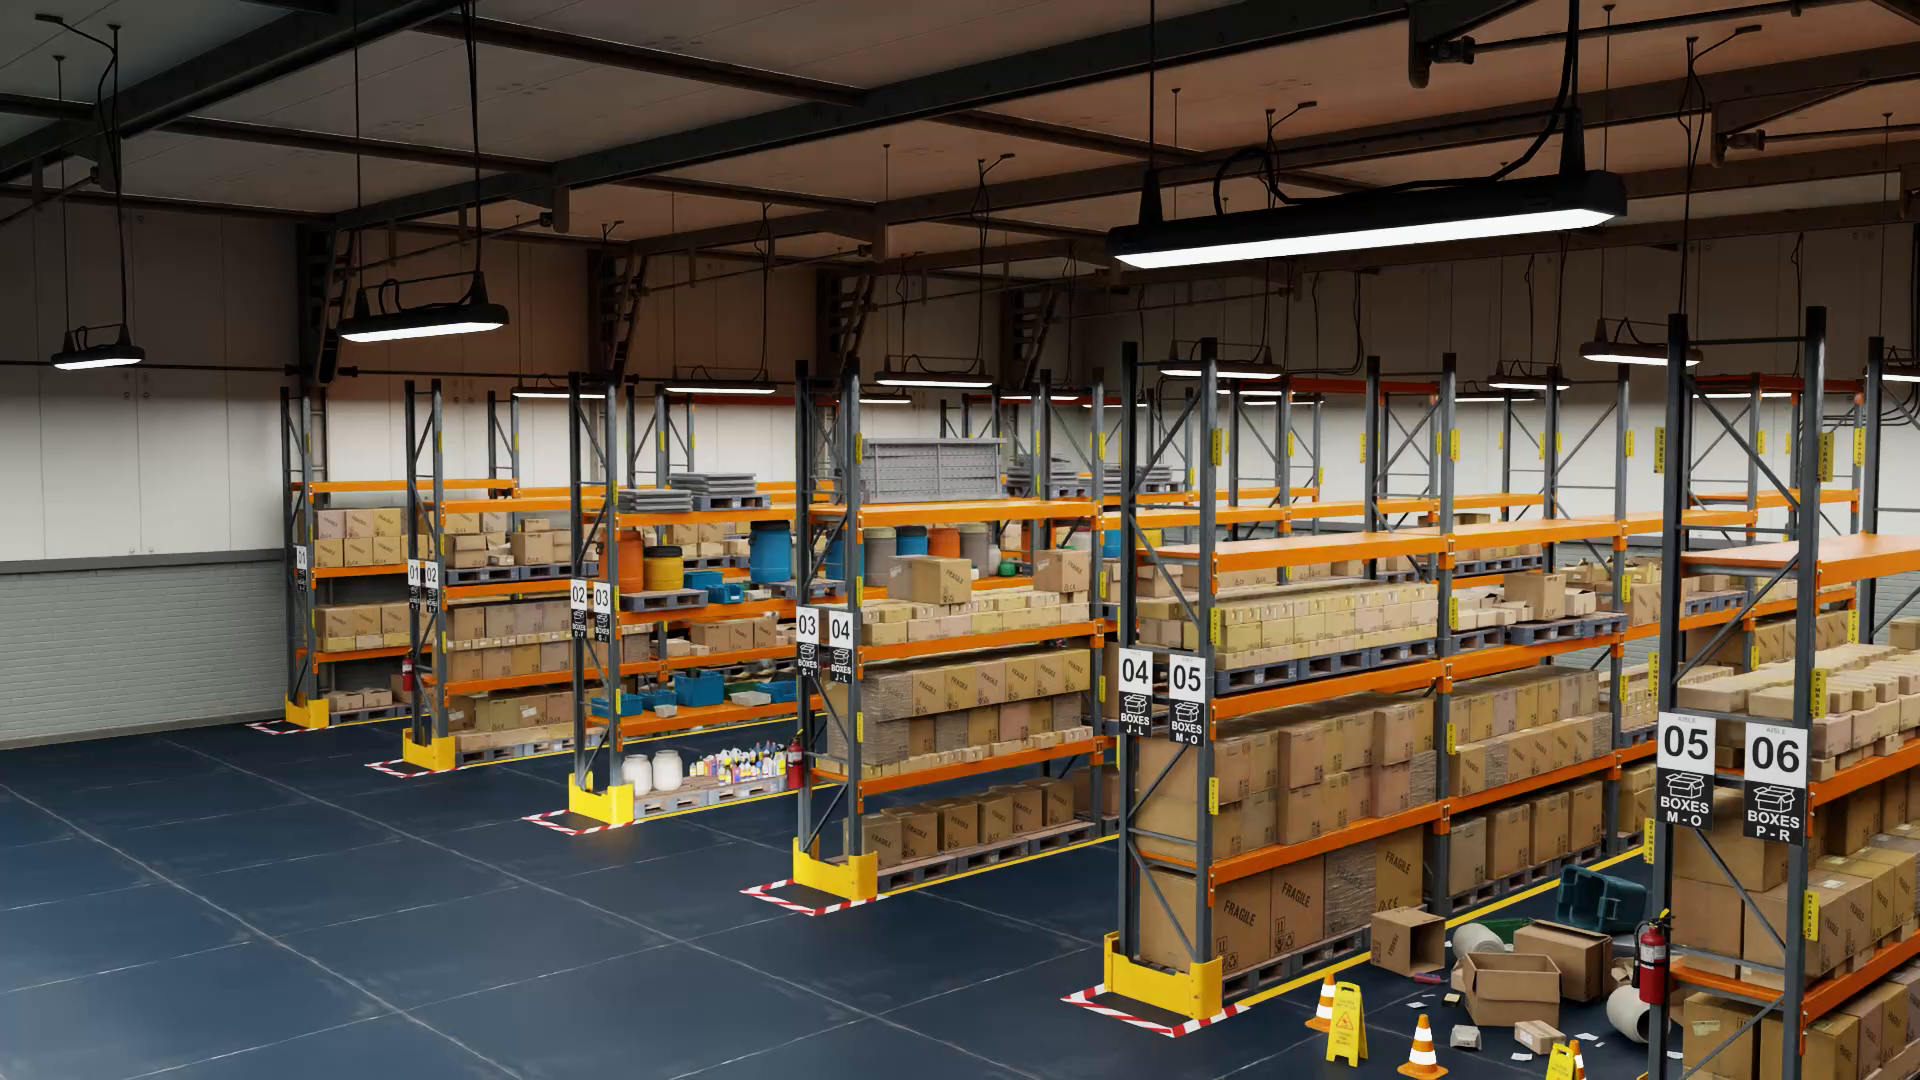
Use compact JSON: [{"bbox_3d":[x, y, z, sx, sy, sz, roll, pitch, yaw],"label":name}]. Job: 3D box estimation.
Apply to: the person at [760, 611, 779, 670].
[{"bbox_3d":[-3.972,1.880,34.671,0.460,1.739,0.589,-2,4,-25],"label":"person"}]
